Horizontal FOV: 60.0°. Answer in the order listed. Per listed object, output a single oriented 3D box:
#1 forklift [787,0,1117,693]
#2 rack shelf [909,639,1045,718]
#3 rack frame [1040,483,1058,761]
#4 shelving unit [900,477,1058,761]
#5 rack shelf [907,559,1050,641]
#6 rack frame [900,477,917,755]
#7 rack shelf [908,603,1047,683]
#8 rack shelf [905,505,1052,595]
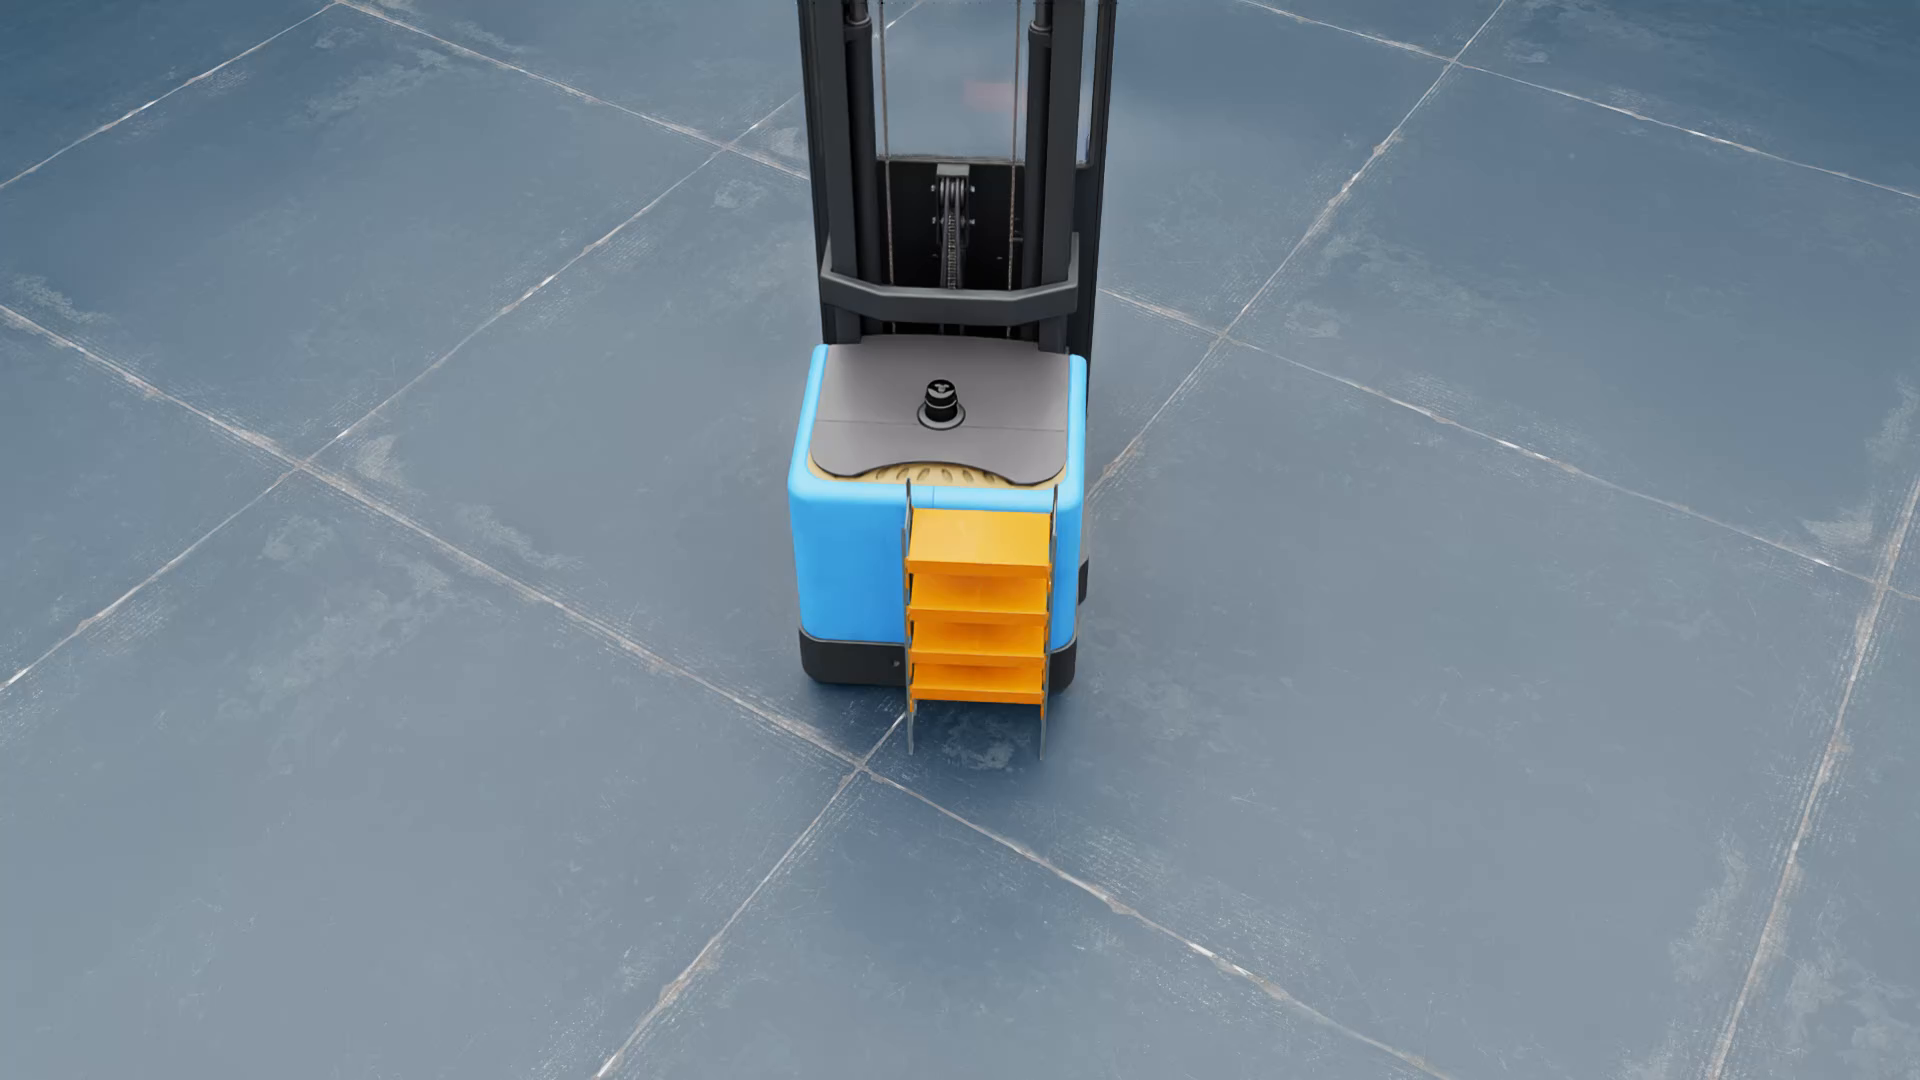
[{"bbox_3d":[0.006,-1.492,6.378,1.130,2.935,3.031,3,46,3],"label":"forklift"},{"bbox_3d":[0.067,0.492,6.028,0.480,0.148,0.258,2,46,2],"label":"rack shelf"},{"bbox_3d":[0.310,0.316,5.828,0.015,1.200,0.240,2,46,2],"label":"rack frame"},{"bbox_3d":[0.067,0.306,5.838,0.503,1.200,0.258,2,46,2],"label":"shelving unit"},{"bbox_3d":[0.067,0.197,5.725,0.480,0.148,0.258,2,46,2],"label":"rack shelf"},{"bbox_3d":[-0.177,0.296,5.847,0.015,1.200,0.240,2,46,2],"label":"rack frame"},{"bbox_3d":[0.067,0.353,5.886,0.480,0.148,0.258,2,46,2],"label":"rack shelf"},{"bbox_3d":[0.067,0.032,5.556,0.480,0.148,0.258,2,46,2],"label":"rack shelf"}]
